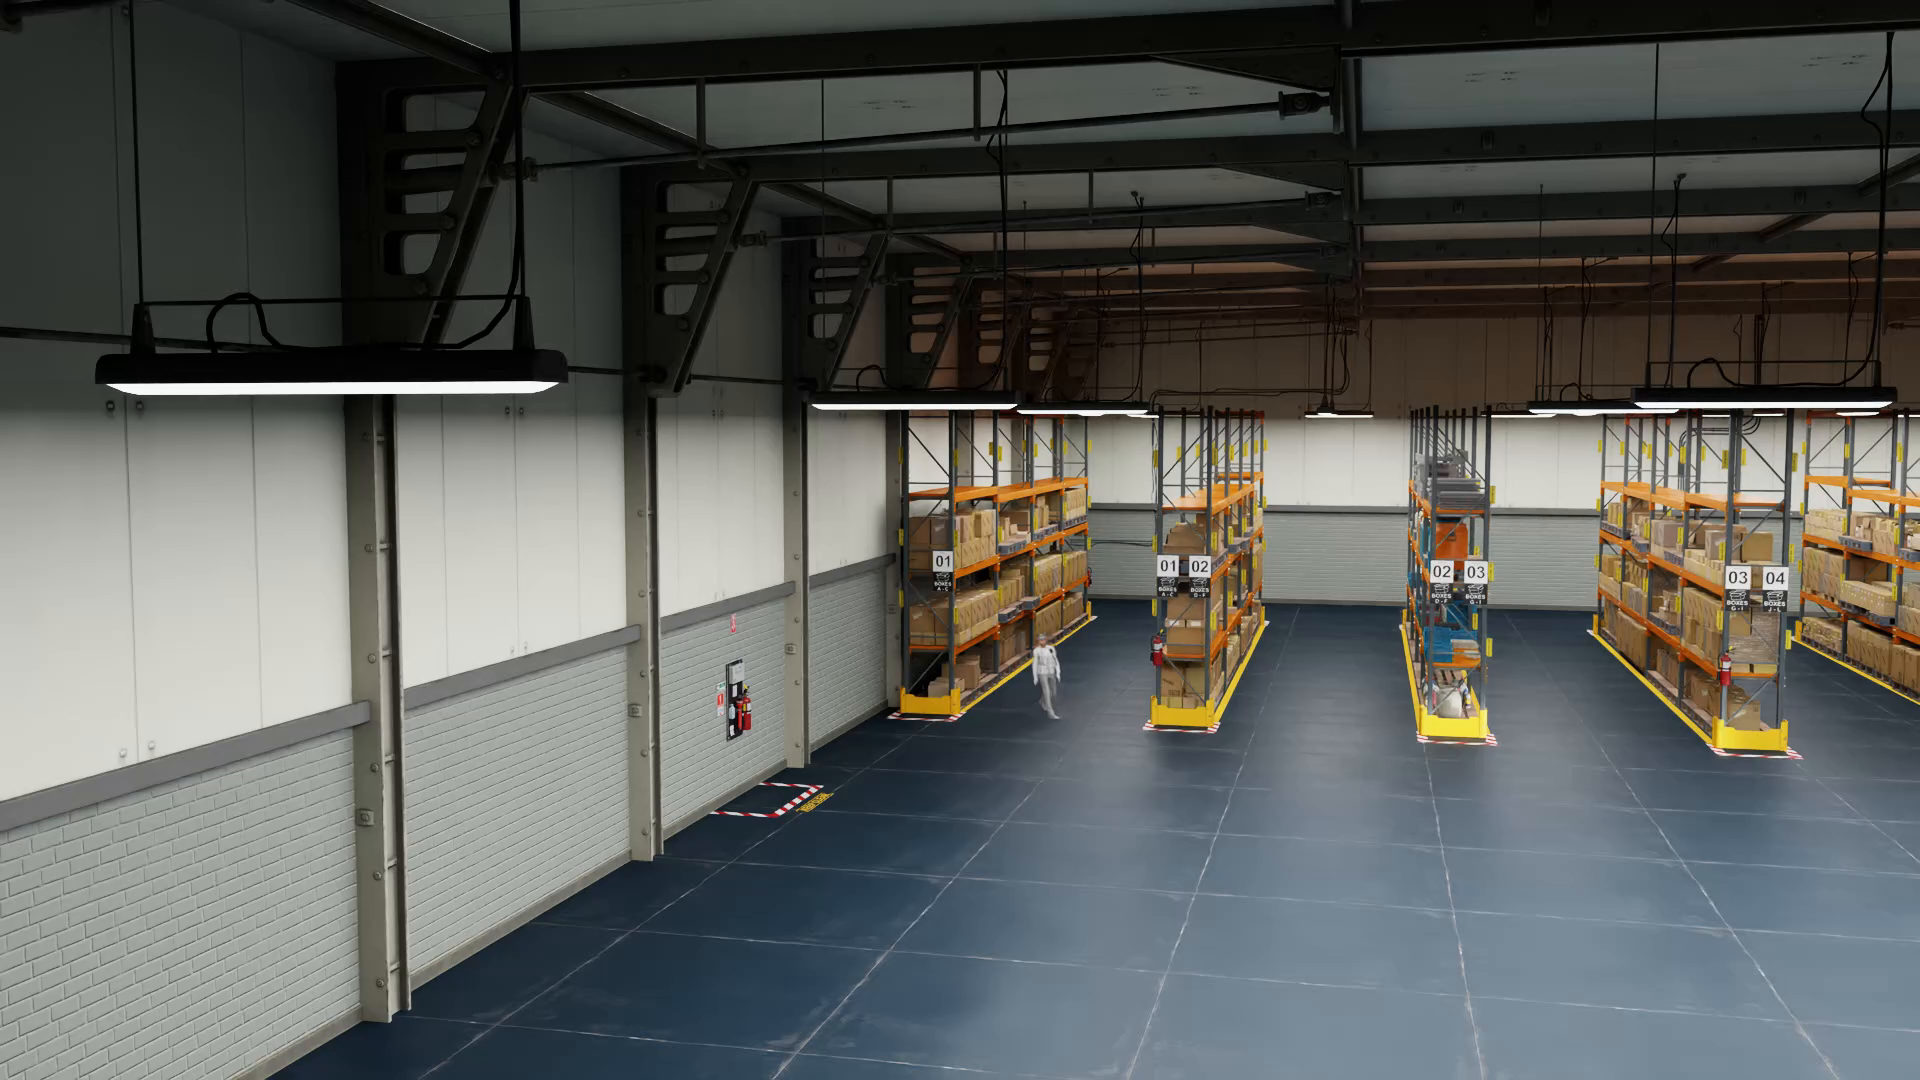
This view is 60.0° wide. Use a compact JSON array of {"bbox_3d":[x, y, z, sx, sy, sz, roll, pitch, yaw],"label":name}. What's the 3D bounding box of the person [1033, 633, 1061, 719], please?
[{"bbox_3d":[1.683,2.598,32.058,0.488,1.633,0.786,-2,4,-22],"label":"person"}]
